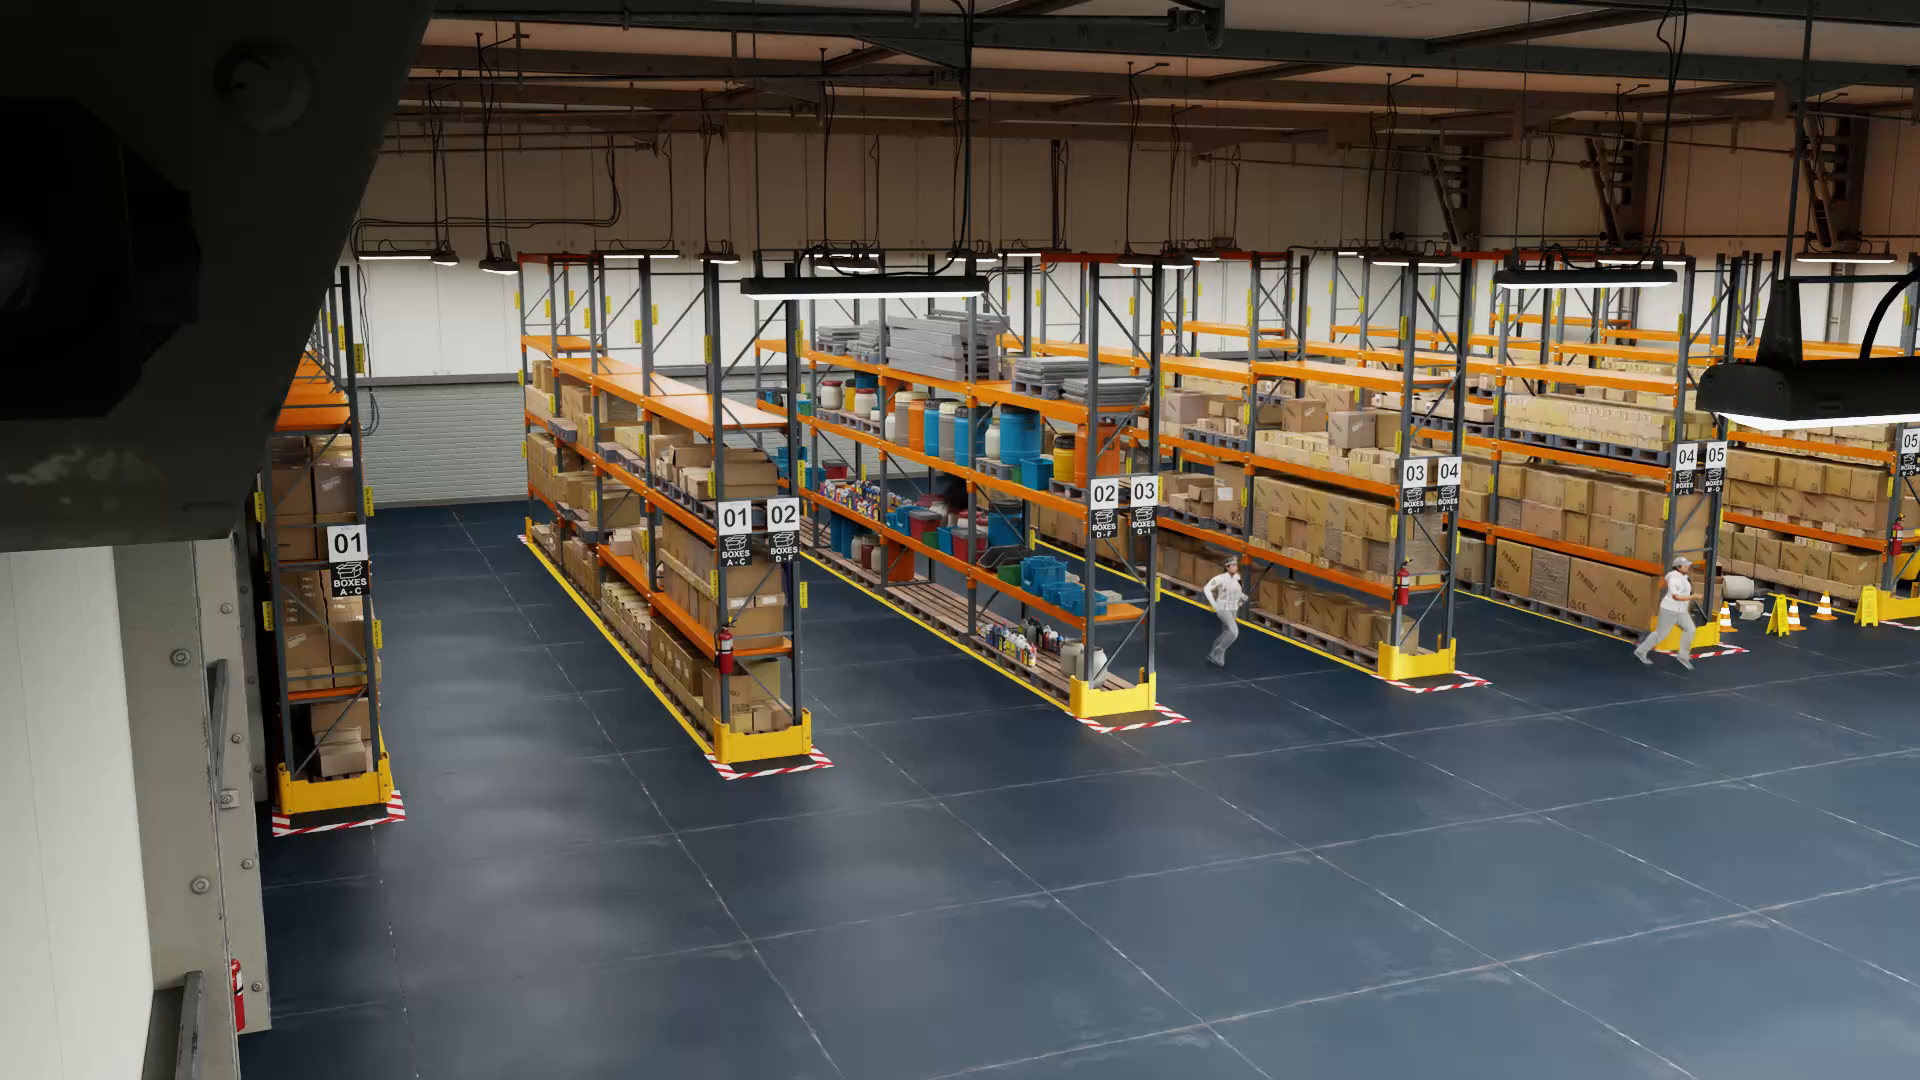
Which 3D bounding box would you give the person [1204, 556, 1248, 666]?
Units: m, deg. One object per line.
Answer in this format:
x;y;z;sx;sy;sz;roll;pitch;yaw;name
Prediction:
3.968;1.041;24.655;0.607;1.649;0.662;-9;14;-40;person

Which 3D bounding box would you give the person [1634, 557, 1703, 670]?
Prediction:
10.512;1.075;24.607;0.878;1.715;0.611;7;13;35;person

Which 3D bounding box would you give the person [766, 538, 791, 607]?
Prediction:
-3.059;0.329;28.615;0.607;1.620;0.941;-5;12;-27;person
